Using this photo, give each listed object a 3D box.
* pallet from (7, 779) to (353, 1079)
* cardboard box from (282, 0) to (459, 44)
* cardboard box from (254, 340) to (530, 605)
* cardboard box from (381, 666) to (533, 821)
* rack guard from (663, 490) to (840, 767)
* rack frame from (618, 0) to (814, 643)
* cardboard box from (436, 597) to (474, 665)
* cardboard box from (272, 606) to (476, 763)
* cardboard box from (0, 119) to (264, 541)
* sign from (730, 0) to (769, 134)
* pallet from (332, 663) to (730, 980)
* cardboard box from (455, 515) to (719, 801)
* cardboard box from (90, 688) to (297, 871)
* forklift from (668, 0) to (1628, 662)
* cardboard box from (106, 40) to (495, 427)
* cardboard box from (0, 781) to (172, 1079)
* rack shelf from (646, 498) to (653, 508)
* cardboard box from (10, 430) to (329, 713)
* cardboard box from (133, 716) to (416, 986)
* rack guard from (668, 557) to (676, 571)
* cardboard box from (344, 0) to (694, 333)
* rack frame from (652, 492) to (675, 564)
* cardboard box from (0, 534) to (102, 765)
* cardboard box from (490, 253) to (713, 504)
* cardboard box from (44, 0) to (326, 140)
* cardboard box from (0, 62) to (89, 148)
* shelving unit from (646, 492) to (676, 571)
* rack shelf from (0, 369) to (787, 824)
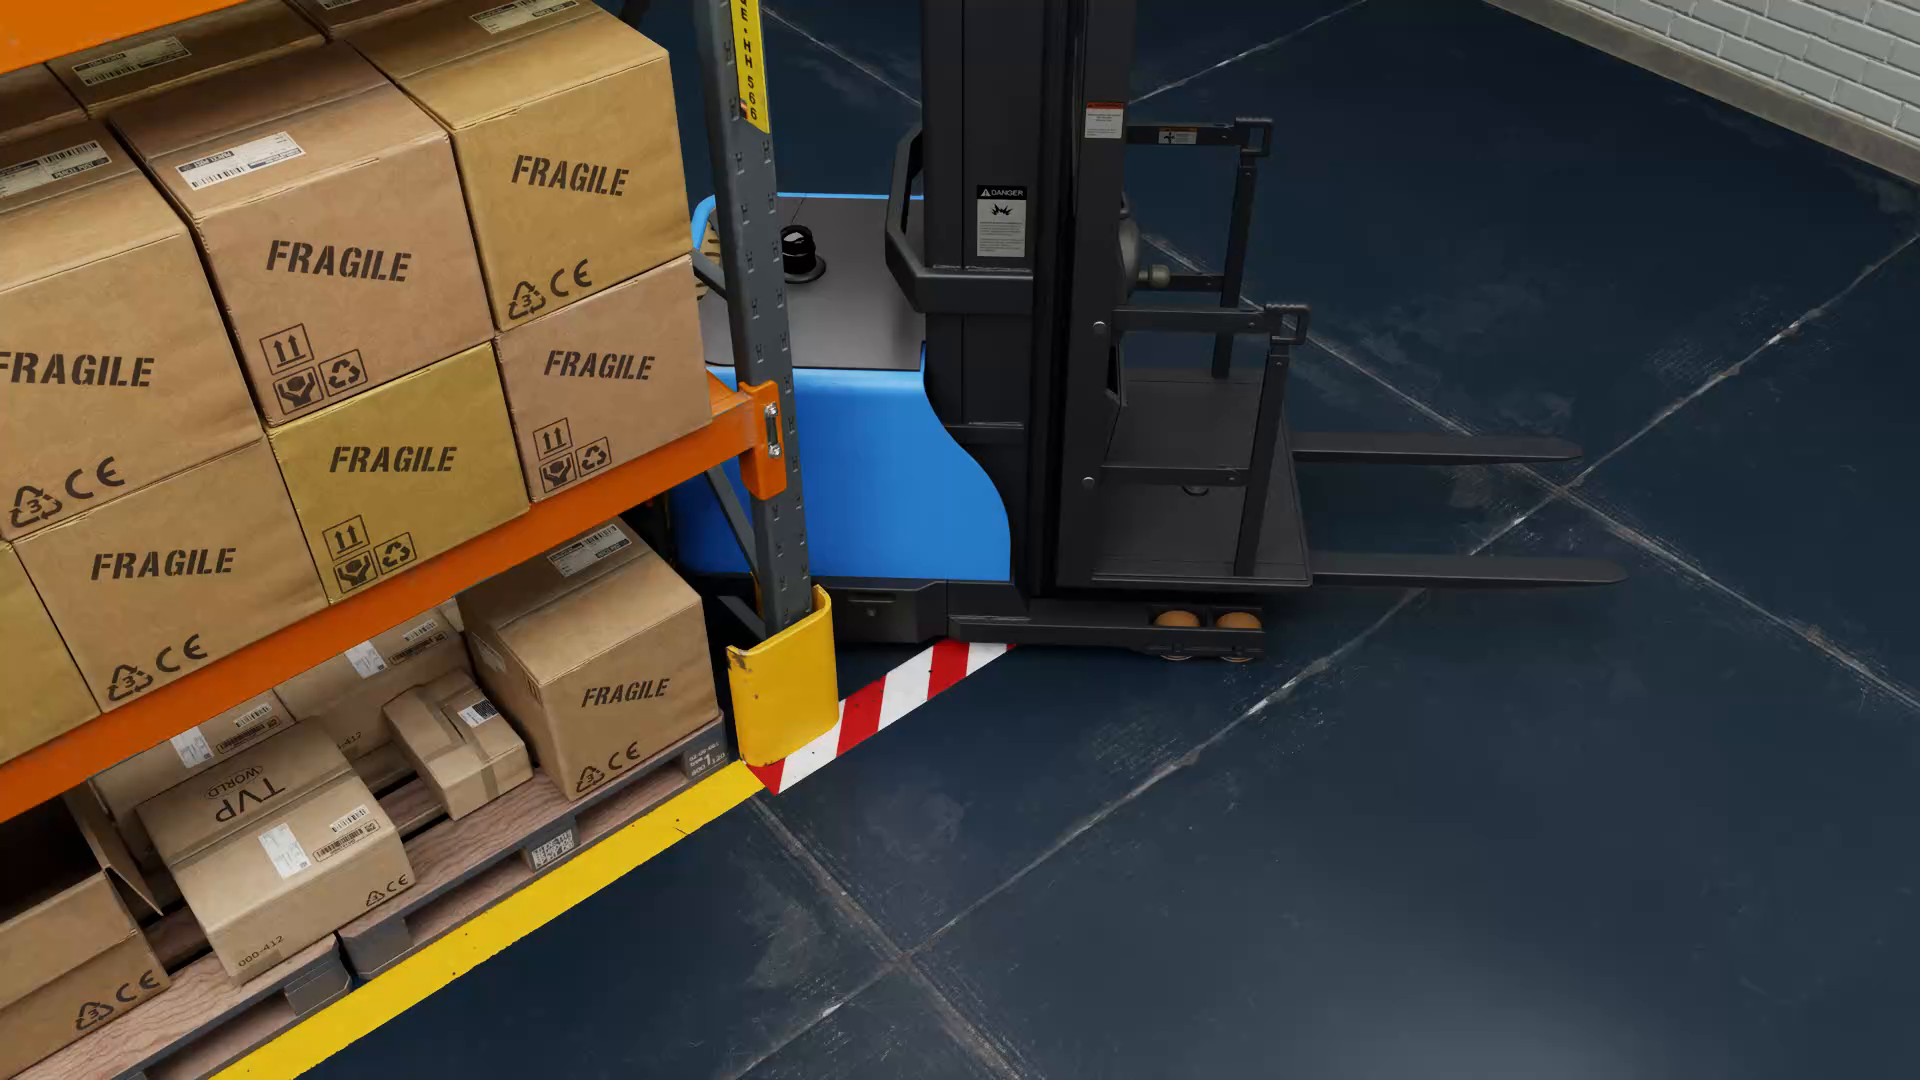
[{"bbox_3d":[-2.400,1.129,4.394,1.213,0.211,1.003,-30,51,-28],"label":"pallet"},{"bbox_3d":[-1.305,-1.149,3.979,0.500,0.500,0.500,-28,50,-27],"label":"cardboard box"},{"bbox_3d":[-1.360,-0.272,3.775,0.500,0.500,0.500,-29,51,-28],"label":"cardboard box"},{"bbox_3d":[-1.423,0.567,4.704,0.250,0.166,0.380,-30,51,-28],"label":"cardboard box"},{"bbox_3d":[-0.854,0.140,5.236,0.348,0.500,1.175,-30,51,-28],"label":"rack guard"},{"bbox_3d":[-0.796,-0.805,4.416,0.127,3.000,1.000,-30,51,-28],"label":"rack frame"},{"bbox_3d":[-1.529,0.181,5.114,0.250,0.166,0.380,-30,51,-28],"label":"cardboard box"},{"bbox_3d":[-1.778,0.347,4.877,0.500,0.250,0.500,-30,51,-28],"label":"cardboard box"},{"bbox_3d":[-1.742,-0.413,3.195,0.500,0.500,0.500,-28,50,-27],"label":"cardboard box"},{"bbox_3d":[-0.455,-1.042,3.591,0.005,0.325,0.100,-30,51,-28],"label":"sign"},{"bbox_3d":[-1.465,0.596,4.962,1.213,0.211,1.003,-30,51,-28],"label":"pallet"},{"bbox_3d":[-1.055,0.314,4.729,0.500,0.500,0.500,-30,51,-28],"label":"cardboard box"},{"bbox_3d":[-2.162,0.566,4.643,0.500,0.250,0.500,-30,51,-28],"label":"cardboard box"},{"bbox_3d":[0.627,-1.051,4.728,3.031,2.935,1.130,2,43,2],"label":"forklift"},{"bbox_3d":[-1.348,-0.643,3.441,0.500,0.500,0.500,-28,50,-27],"label":"cardboard box"},{"bbox_3d":[-2.426,0.874,4.131,0.637,0.503,0.797,-30,51,-28],"label":"cardboard box"},{"bbox_3d":[-1.422,-0.365,5.208,1.000,0.185,0.538,3,43,2],"label":"rack shelf"},{"bbox_3d":[-1.746,-0.056,3.545,0.500,0.500,0.500,-29,51,-28],"label":"cardboard box"},{"bbox_3d":[-1.803,0.807,4.387,0.500,0.250,0.500,-30,51,-28],"label":"cardboard box"},{"bbox_3d":[-0.940,-0.018,5.499,0.087,0.250,0.587,3,43,2],"label":"rack guard"},{"bbox_3d":[-0.961,-0.866,3.677,0.500,0.500,0.500,-30,51,-28],"label":"cardboard box"},{"bbox_3d":[-0.911,-0.472,5.071,0.032,1.500,0.500,3,43,2],"label":"rack frame"},{"bbox_3d":[-2.133,0.166,3.309,0.500,0.500,0.500,-31,51,-28],"label":"cardboard box"},{"bbox_3d":[-0.965,-0.501,4.020,0.500,0.500,0.500,-28,50,-27],"label":"cardboard box"},{"bbox_3d":[-1.701,-0.916,3.730,0.500,0.500,0.500,-29,51,-27],"label":"cardboard box"},{"bbox_3d":[-2.088,-0.698,3.499,0.500,0.500,0.500,-29,50,-27],"label":"cardboard box"},{"bbox_3d":[-1.428,-0.497,5.085,1.083,1.500,0.587,3,43,2],"label":"shelving unit"},{"bbox_3d":[-2.330,0.336,3.727,4.000,0.370,1.077,-30,51,-28],"label":"rack shelf"}]
